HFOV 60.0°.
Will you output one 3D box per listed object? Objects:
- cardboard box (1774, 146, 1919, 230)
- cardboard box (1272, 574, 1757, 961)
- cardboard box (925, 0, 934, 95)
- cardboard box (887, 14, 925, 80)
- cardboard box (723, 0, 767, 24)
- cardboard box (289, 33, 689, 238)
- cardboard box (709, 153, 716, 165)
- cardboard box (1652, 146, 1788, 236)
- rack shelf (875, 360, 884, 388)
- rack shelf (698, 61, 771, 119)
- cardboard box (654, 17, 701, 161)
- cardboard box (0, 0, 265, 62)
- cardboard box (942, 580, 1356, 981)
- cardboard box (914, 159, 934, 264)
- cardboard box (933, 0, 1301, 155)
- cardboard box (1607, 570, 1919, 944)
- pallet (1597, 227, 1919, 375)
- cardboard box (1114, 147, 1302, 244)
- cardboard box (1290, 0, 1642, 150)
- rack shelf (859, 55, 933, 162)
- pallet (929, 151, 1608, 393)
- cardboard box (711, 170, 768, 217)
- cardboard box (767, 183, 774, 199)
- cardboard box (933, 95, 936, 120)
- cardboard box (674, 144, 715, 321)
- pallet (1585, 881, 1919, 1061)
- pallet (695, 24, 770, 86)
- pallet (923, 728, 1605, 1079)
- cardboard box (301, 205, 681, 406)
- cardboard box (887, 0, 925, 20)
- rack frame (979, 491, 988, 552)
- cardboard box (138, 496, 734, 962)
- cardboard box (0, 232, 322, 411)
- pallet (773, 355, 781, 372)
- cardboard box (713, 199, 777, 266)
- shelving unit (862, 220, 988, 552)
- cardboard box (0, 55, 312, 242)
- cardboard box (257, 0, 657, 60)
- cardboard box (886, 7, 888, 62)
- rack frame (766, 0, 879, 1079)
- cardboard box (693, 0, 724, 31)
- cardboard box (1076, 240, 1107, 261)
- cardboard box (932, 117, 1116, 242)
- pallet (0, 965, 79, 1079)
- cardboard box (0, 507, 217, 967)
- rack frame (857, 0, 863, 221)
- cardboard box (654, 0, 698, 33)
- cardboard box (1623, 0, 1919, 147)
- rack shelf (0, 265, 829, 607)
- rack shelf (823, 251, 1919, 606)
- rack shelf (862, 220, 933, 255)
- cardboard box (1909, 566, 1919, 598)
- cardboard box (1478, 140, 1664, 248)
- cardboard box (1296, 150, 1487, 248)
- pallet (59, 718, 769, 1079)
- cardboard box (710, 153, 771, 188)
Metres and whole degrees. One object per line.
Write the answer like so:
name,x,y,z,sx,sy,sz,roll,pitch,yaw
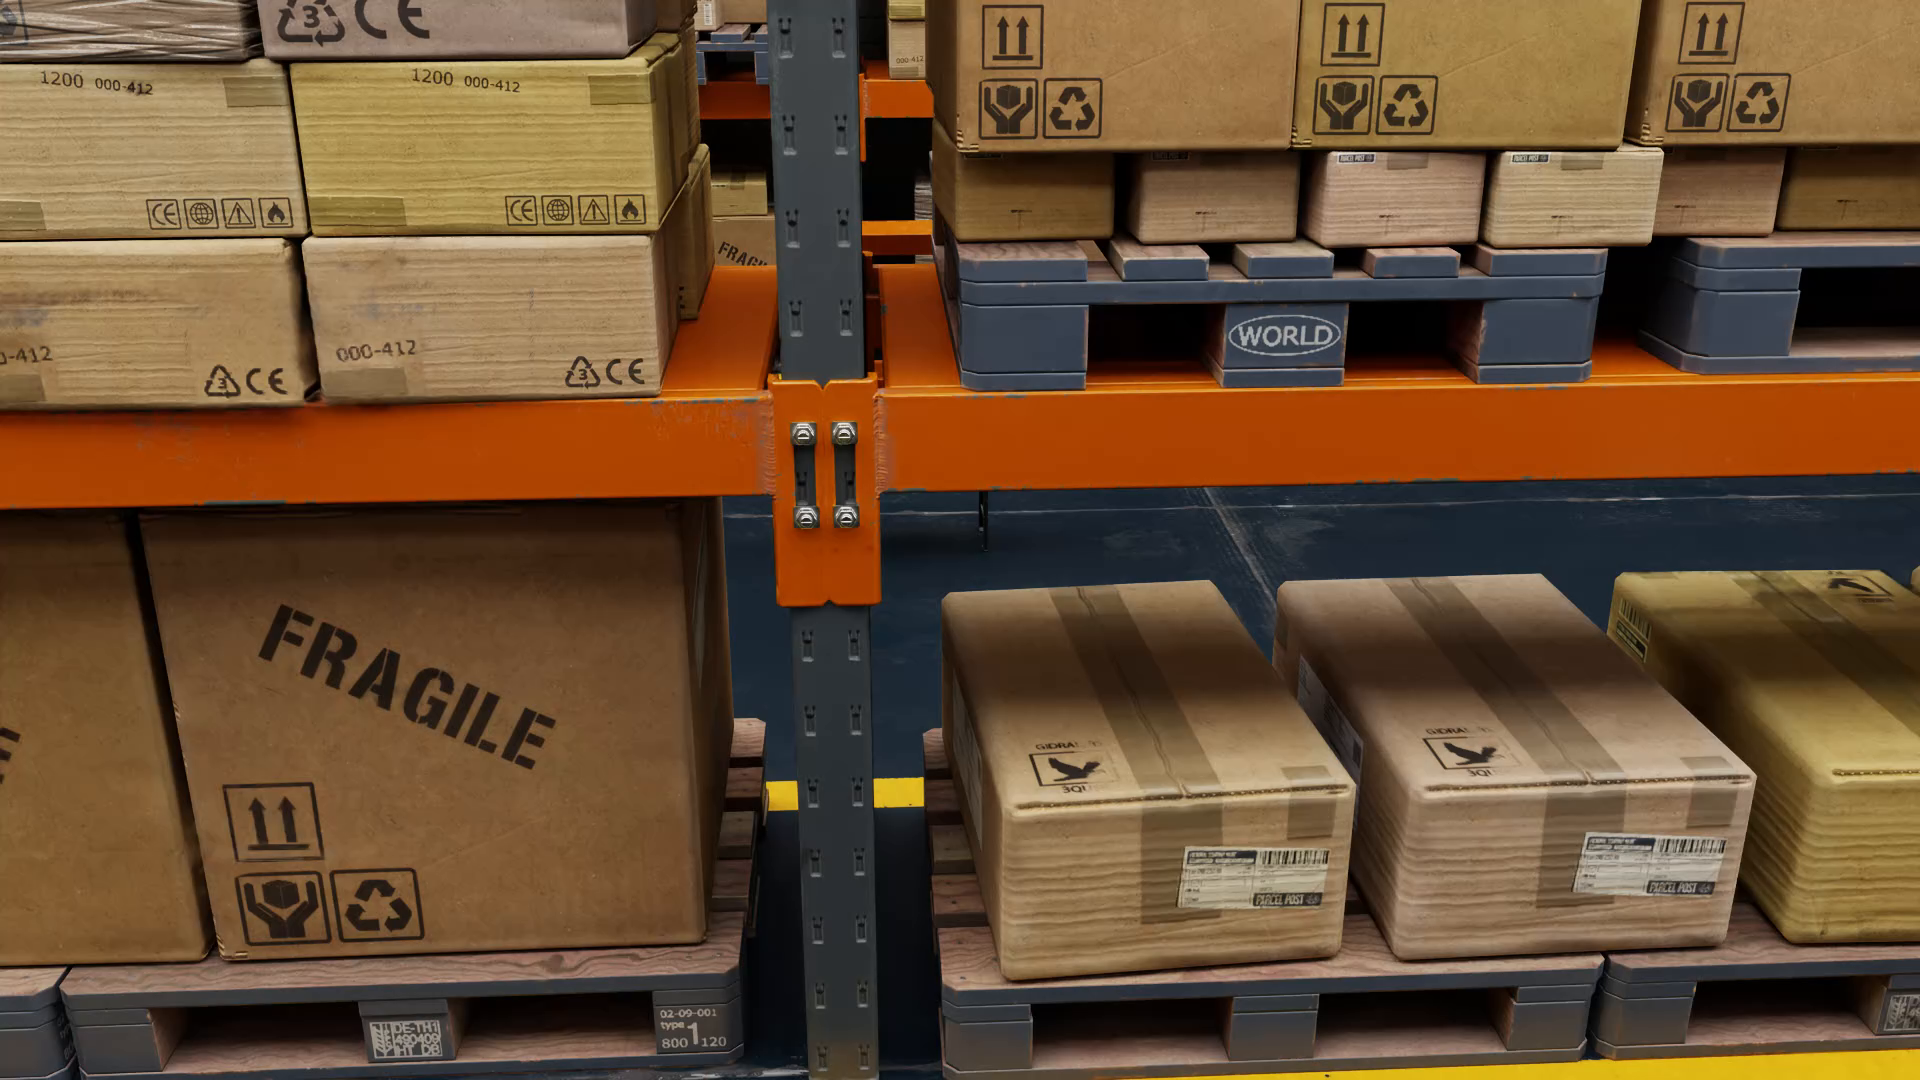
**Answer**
cardboard box,1.448,-0.638,2.845,0.250,0.149,0.380,0,21,-1
cardboard box,1.062,0.421,3.403,0.625,0.372,0.950,-2,21,-4
cardboard box,0.200,-1.075,3.081,0.500,0.500,0.500,-2,21,-5
cardboard box,-0.069,-2.201,7.396,0.500,0.250,0.500,-1,21,-3
cardboard box,-1.048,-2.637,7.600,0.500,0.500,0.500,0,21,-1
cardboard box,-0.707,-0.649,2.618,0.500,0.250,0.500,-1,21,-3
cardboard box,-1.331,-1.784,8.102,0.250,0.149,0.380,-1,21,-1
cardboard box,1.169,-0.619,2.793,0.250,0.149,0.380,0,21,0
rack shelf,-0.165,-0.494,5.423,0.480,0.148,0.258,-1,21,-3
rack shelf,-2.522,-1.972,7.595,4.000,0.370,1.077,-1,21,-3
cardboard box,-0.758,-0.826,3.084,0.500,0.250,0.500,-1,21,-3
cardboard box,-1.251,-0.983,2.440,0.500,0.500,0.500,-1,21,-2
cardboard box,0.326,0.438,3.357,0.625,0.372,0.950,-3,21,-7
cardboard box,0.098,-1.443,7.942,0.625,0.625,0.875,-1,21,-1
cardboard box,0.224,-0.894,2.605,0.500,0.500,0.500,-2,21,-5
cardboard box,1.820,0.407,3.439,0.625,0.372,0.950,0,21,-1
pallet,1.736,-0.551,3.121,1.213,0.211,1.003,-1,21,-3
cardboard box,0.381,-0.599,2.740,0.250,0.149,0.380,-2,21,-6
cardboard box,0.744,-0.907,2.640,0.500,0.500,0.500,0,21,0
rack shelf,1.471,-2.053,7.809,4.000,0.370,1.077,-1,21,-3
pallet,0.467,-0.548,3.114,1.003,0.211,1.213,-1,21,-3
cardboard box,-1.004,-1.580,7.566,0.250,0.149,0.380,-2,21,-6
cardboard box,-0.962,-1.468,8.183,0.500,0.500,0.500,0,21,-1
cardboard box,0.075,-0.755,3.150,0.250,0.149,0.380,0,21,-1
cardboard box,-0.741,-0.595,3.178,0.500,0.250,0.500,-2,21,-4
pallet,1.757,0.679,3.542,1.213,0.211,1.003,-1,21,-3
pallet,-1.198,-2.220,7.506,1.003,0.211,1.213,-1,21,-3
pallet,0.542,0.702,3.479,1.213,0.211,1.003,-1,21,-3
cardboard box,-0.728,-0.413,2.700,0.500,0.250,0.500,-2,21,-5
cardboard box,-0.067,-2.425,7.284,0.500,0.250,0.500,-1,21,-3
rack frame,0.078,-0.562,5.412,0.015,1.200,0.240,-1,21,-3
cardboard box,-0.933,0.196,3.287,0.875,0.875,0.875,-1,21,-4
cardboard box,-1.238,-0.397,2.658,0.500,0.250,0.500,-1,21,-2
pallet,-1.273,-1.044,8.066,1.213,0.211,1.003,-1,21,-3
cardboard box,-0.935,-1.292,7.721,0.500,0.500,0.500,-1,21,-1
shelving unit,-0.165,-0.557,5.399,0.503,1.200,0.258,-1,21,-3
cardboard box,-1.219,-0.637,2.587,0.500,0.250,0.500,-2,21,-4
cardboard box,-0.740,-0.996,2.476,0.500,0.500,0.500,-2,21,-5
cardboard box,-0.091,-2.378,7.863,0.500,0.250,0.500,-2,21,-4
rack frame,-0.238,-0.585,2.943,0.127,3.000,1.000,-1,21,-3
cardboard box,-1.159,-2.278,7.151,0.250,0.149,0.380,-1,21,-2
cardboard box,0.750,-1.459,7.984,0.625,0.625,0.875,0,21,-1
cardboard box,0.097,-0.605,2.757,0.250,0.149,0.380,-2,21,-6
pallet,-2.245,0.731,3.405,1.213,0.211,1.003,-1,21,-3
cardboard box,-1.823,0.212,3.243,0.875,0.875,0.875,-1,21,-2
rack frame,-0.525,-2.349,7.574,0.127,3.000,1.000,-1,21,-3
cardboard box,-0.745,-1.176,2.949,0.500,0.500,0.500,-2,21,-5
cardboard box,1.274,-0.921,2.674,0.500,0.500,0.500,-1,21,-2
rack shelf,-2.235,-0.209,2.964,4.000,0.370,1.077,-1,21,-3
rack shelf,1.758,-0.290,3.178,4.000,0.370,1.077,-1,21,-3
rack shelf,-0.165,-0.925,5.259,0.480,0.148,0.258,-1,21,-3
cardboard box,2.514,0.392,3.477,0.625,0.372,0.950,0,21,0
cardboard box,0.932,-0.586,2.707,0.250,0.149,0.380,-1,21,-3
cardboard box,0.657,-0.588,2.712,0.250,0.149,0.380,-3,21,-7
pallet,-1.030,0.707,3.467,1.213,0.211,1.003,-1,21,-3
cardboard box,-1.064,-1.780,8.092,0.250,0.149,0.380,0,21,0
